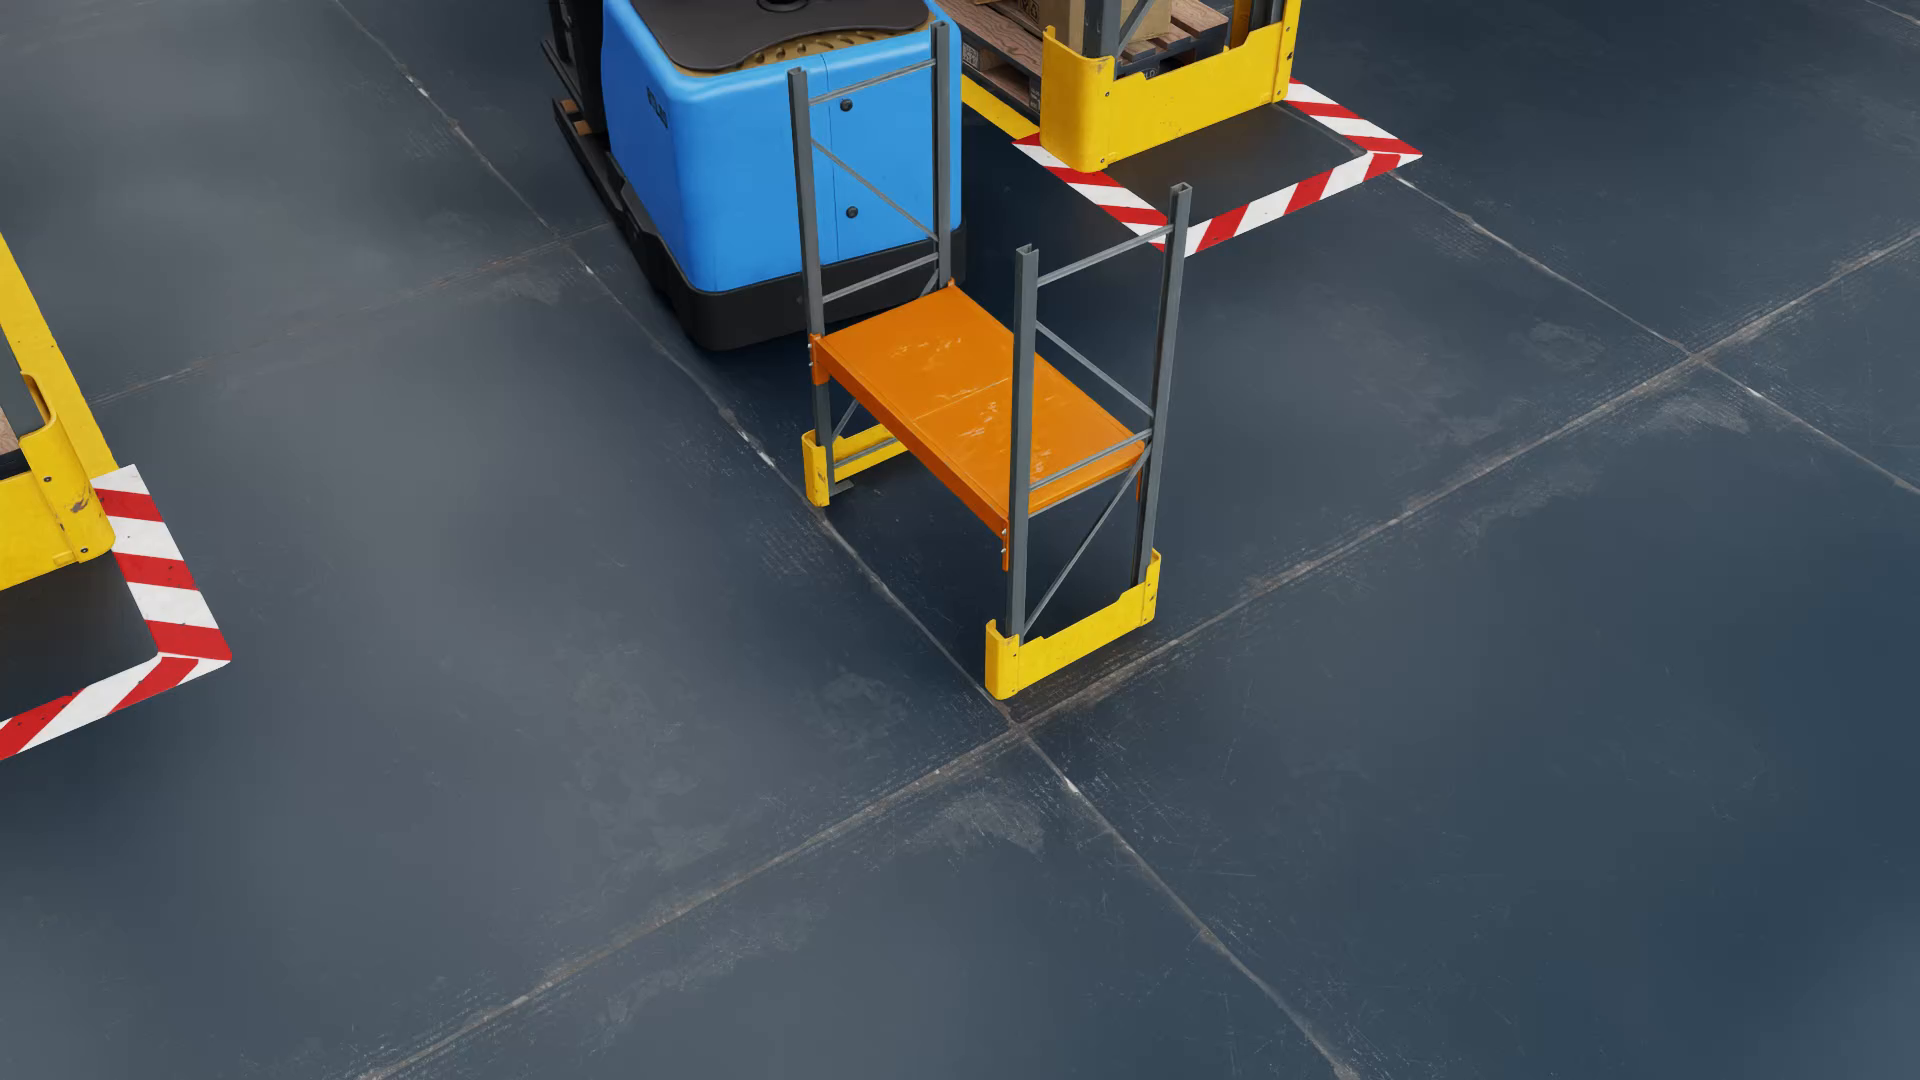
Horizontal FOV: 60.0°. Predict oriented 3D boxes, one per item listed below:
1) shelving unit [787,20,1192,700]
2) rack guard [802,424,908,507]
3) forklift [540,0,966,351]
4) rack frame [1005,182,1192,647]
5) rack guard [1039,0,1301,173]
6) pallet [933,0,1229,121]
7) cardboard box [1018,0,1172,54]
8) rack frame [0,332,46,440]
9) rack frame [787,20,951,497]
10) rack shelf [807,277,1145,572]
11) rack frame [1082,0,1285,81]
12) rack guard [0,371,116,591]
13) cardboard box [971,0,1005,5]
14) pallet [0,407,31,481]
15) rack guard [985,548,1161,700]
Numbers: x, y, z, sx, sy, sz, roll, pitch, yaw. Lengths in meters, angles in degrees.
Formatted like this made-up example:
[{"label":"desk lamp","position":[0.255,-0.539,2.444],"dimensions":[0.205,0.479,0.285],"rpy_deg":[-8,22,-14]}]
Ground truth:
[{"label":"shelving unit","position":[0.044,-0.499,4.687],"dimensions":[0.587,1.500,1.083],"rpy_deg":[-26,49,-24]},{"label":"rack guard","position":[-0.241,-0.329,5.414],"dimensions":[0.587,0.250,0.087],"rpy_deg":[-26,49,-24]},{"label":"forklift","position":[-1.058,-2.748,6.006],"dimensions":[1.130,2.935,3.031],"rpy_deg":[-18,46,-18]},{"label":"rack frame","position":[0.340,-0.206,4.380],"dimensions":[0.500,1.500,0.032],"rpy_deg":[-26,49,-24]},{"label":"rack guard","position":[0.885,-1.999,6.982],"dimensions":[1.175,0.500,0.348],"rpy_deg":[-26,49,-24]},{"label":"pallet","position":[0.450,-2.369,7.579],"dimensions":[1.003,0.211,1.213],"rpy_deg":[-26,49,-24]},{"label":"cardboard box","position":[0.585,-2.468,7.170],"dimensions":[0.500,0.500,0.500],"rpy_deg":[-17,46,-17]},{"label":"rack frame","position":[-3.134,-0.904,4.024],"dimensions":[1.000,3.000,0.127],"rpy_deg":[-26,49,-24]},{"label":"rack frame","position":[-0.242,-0.782,4.983],"dimensions":[0.500,1.500,0.032],"rpy_deg":[-26,49,-24]},{"label":"rack shelf","position":[0.049,-0.364,4.806],"dimensions":[0.538,0.185,1.000],"rpy_deg":[-26,49,-24]},{"label":"rack frame","position":[0.929,-2.860,6.074],"dimensions":[1.000,3.000,0.127],"rpy_deg":[-26,49,-24]},{"label":"rack guard","position":[-3.216,-0.024,4.913],"dimensions":[1.175,0.500,0.348],"rpy_deg":[-26,49,-24]},{"label":"cardboard box","position":[0.215,-2.793,7.510],"dimensions":[0.500,0.500,0.500],"rpy_deg":[-14,45,-14]},{"label":"pallet","position":[-3.676,-0.382,5.497],"dimensions":[1.003,0.211,1.213],"rpy_deg":[-26,49,-24]},{"label":"rack guard","position":[0.328,0.235,4.823],"dimensions":[0.587,0.250,0.087],"rpy_deg":[-26,49,-24]}]
